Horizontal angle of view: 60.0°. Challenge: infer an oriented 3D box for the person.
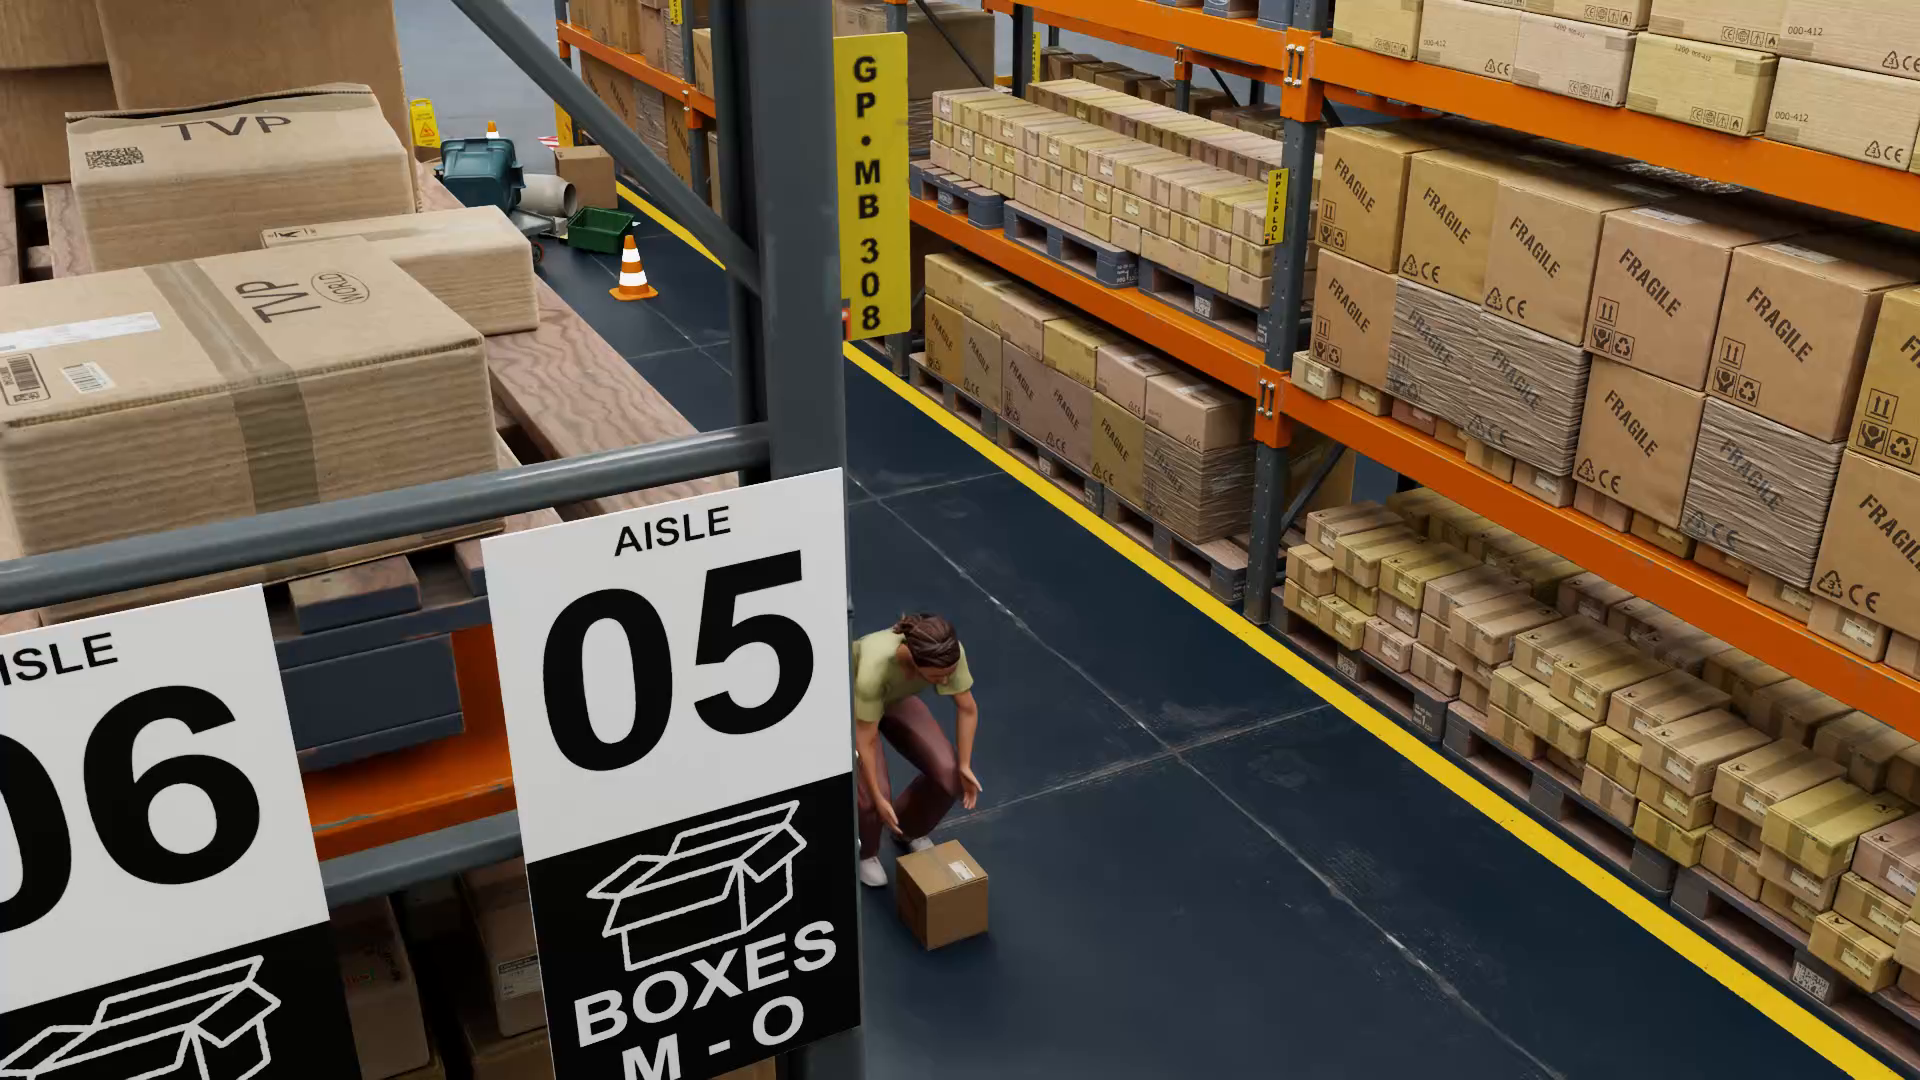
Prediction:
[{"bbox_3d":[-0.215,0.715,6.189,0.506,1.187,0.730,-13,29,-25],"label":"person"}]
